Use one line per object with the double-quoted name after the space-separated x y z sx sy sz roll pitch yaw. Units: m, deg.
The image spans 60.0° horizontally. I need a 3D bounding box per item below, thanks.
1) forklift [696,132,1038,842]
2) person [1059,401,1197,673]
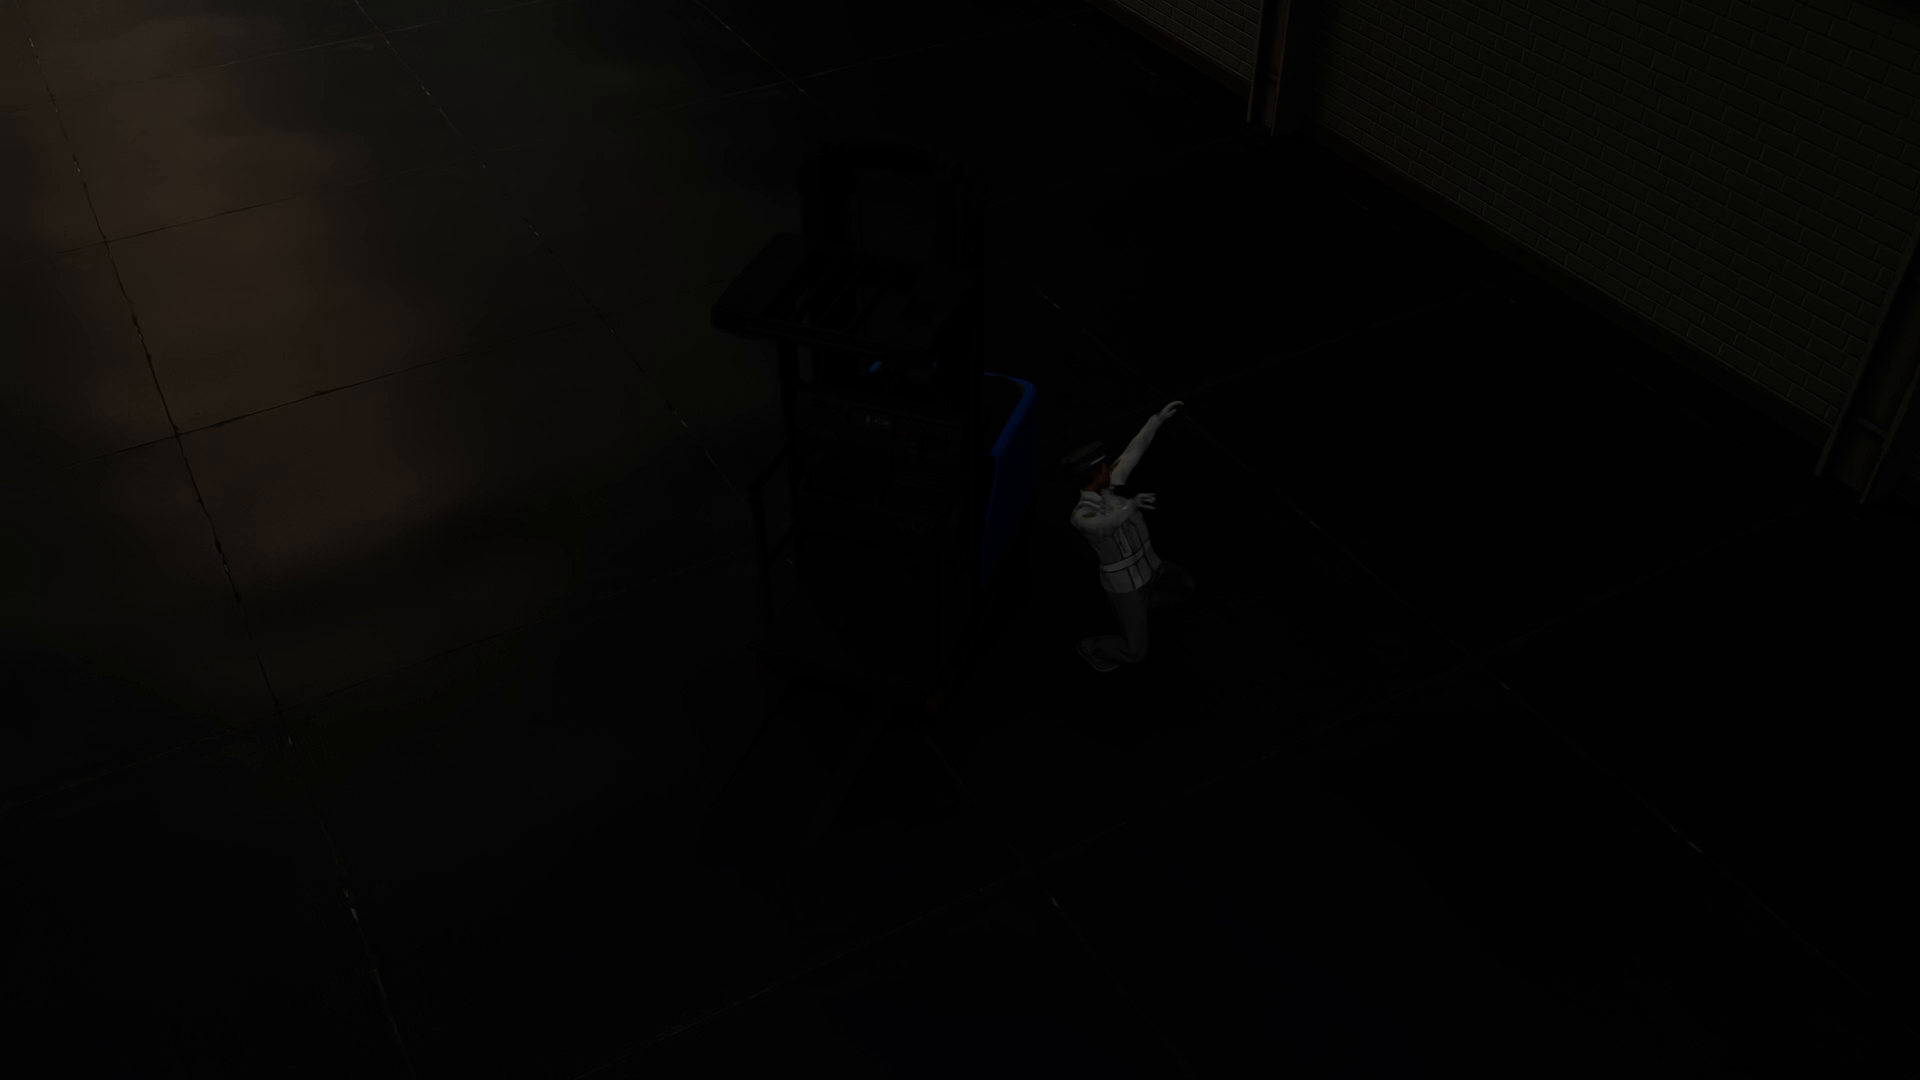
-0.504 -0.452 8.581 1.130 2.935 3.031 13 41 15 "forklift"
0.886 0.048 9.079 0.759 1.536 0.881 19 43 21 "person"
